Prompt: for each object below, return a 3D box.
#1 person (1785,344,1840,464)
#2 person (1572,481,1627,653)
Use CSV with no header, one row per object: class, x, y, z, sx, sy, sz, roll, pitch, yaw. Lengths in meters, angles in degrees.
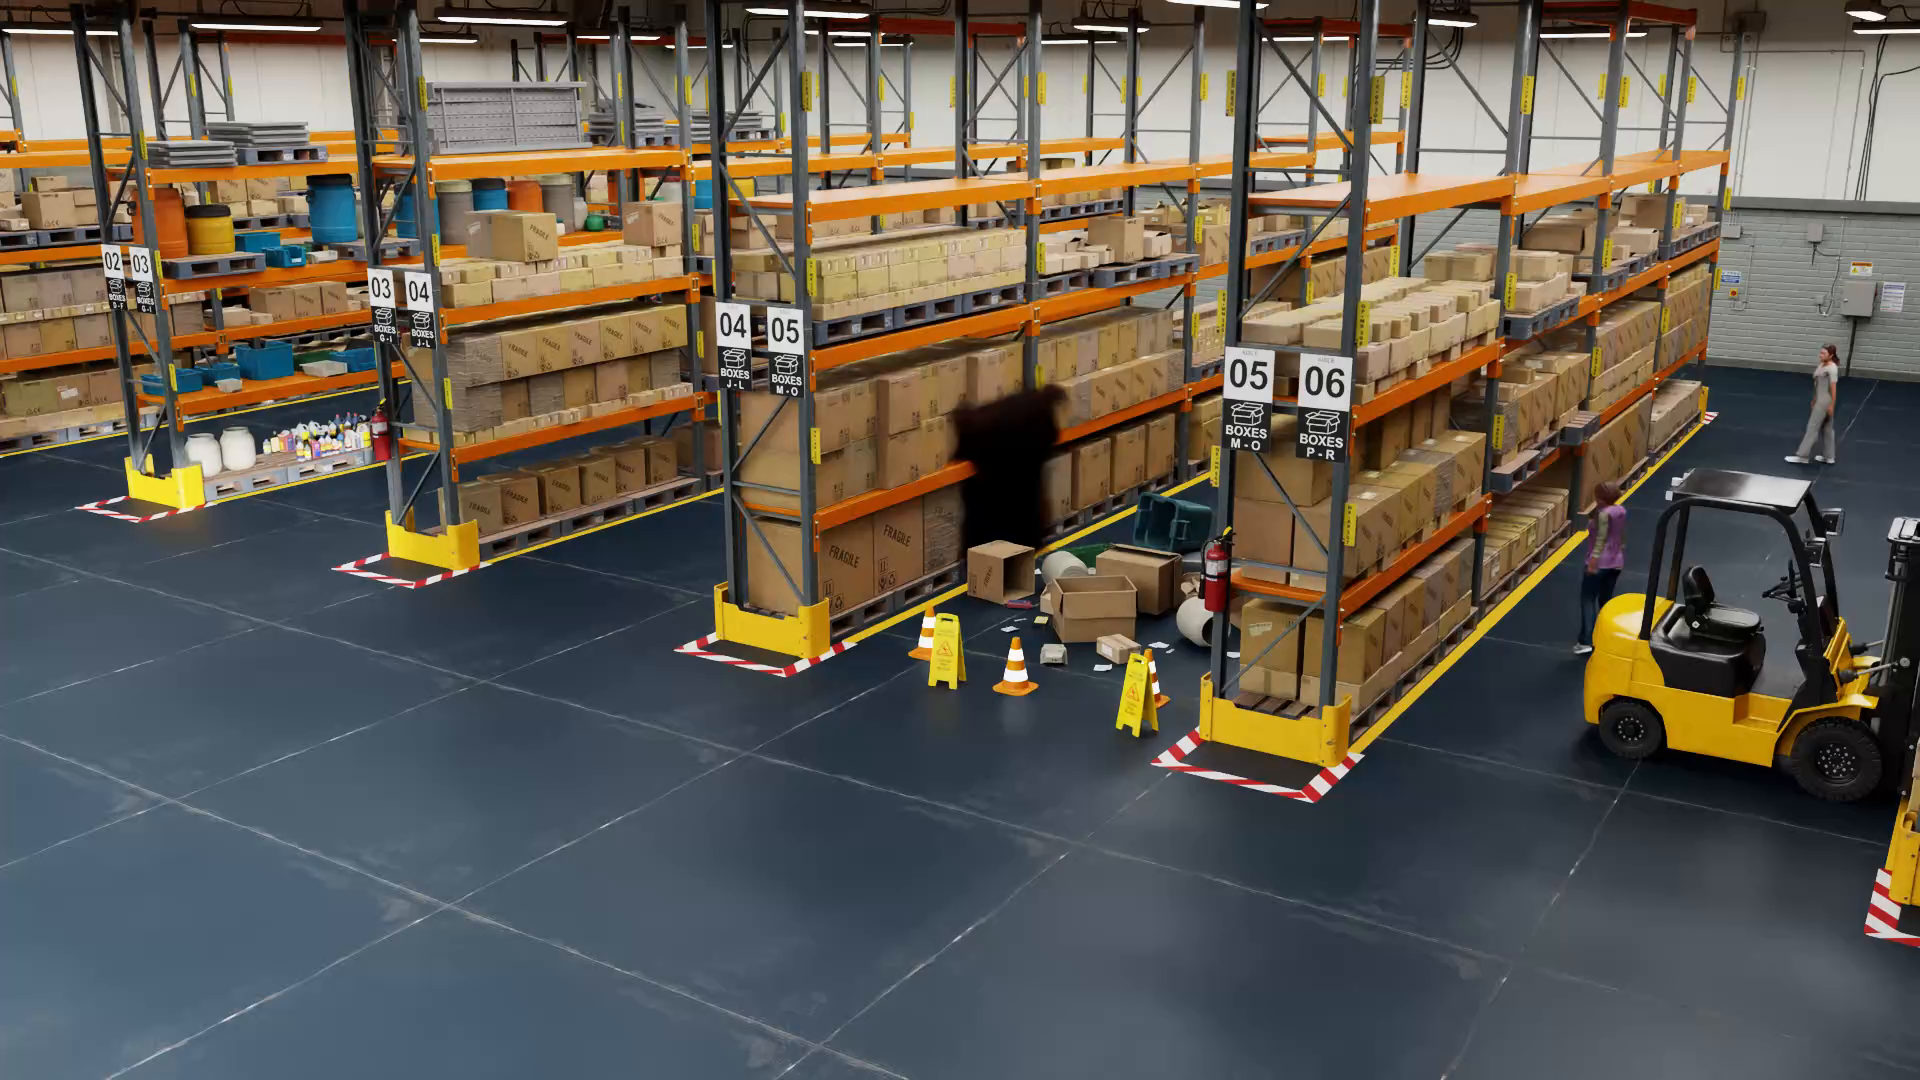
person,11.824,-1.887,22.917,0.624,1.657,0.490,8,17,27
person,5.941,0.255,15.394,0.513,1.627,0.371,-7,17,-23
